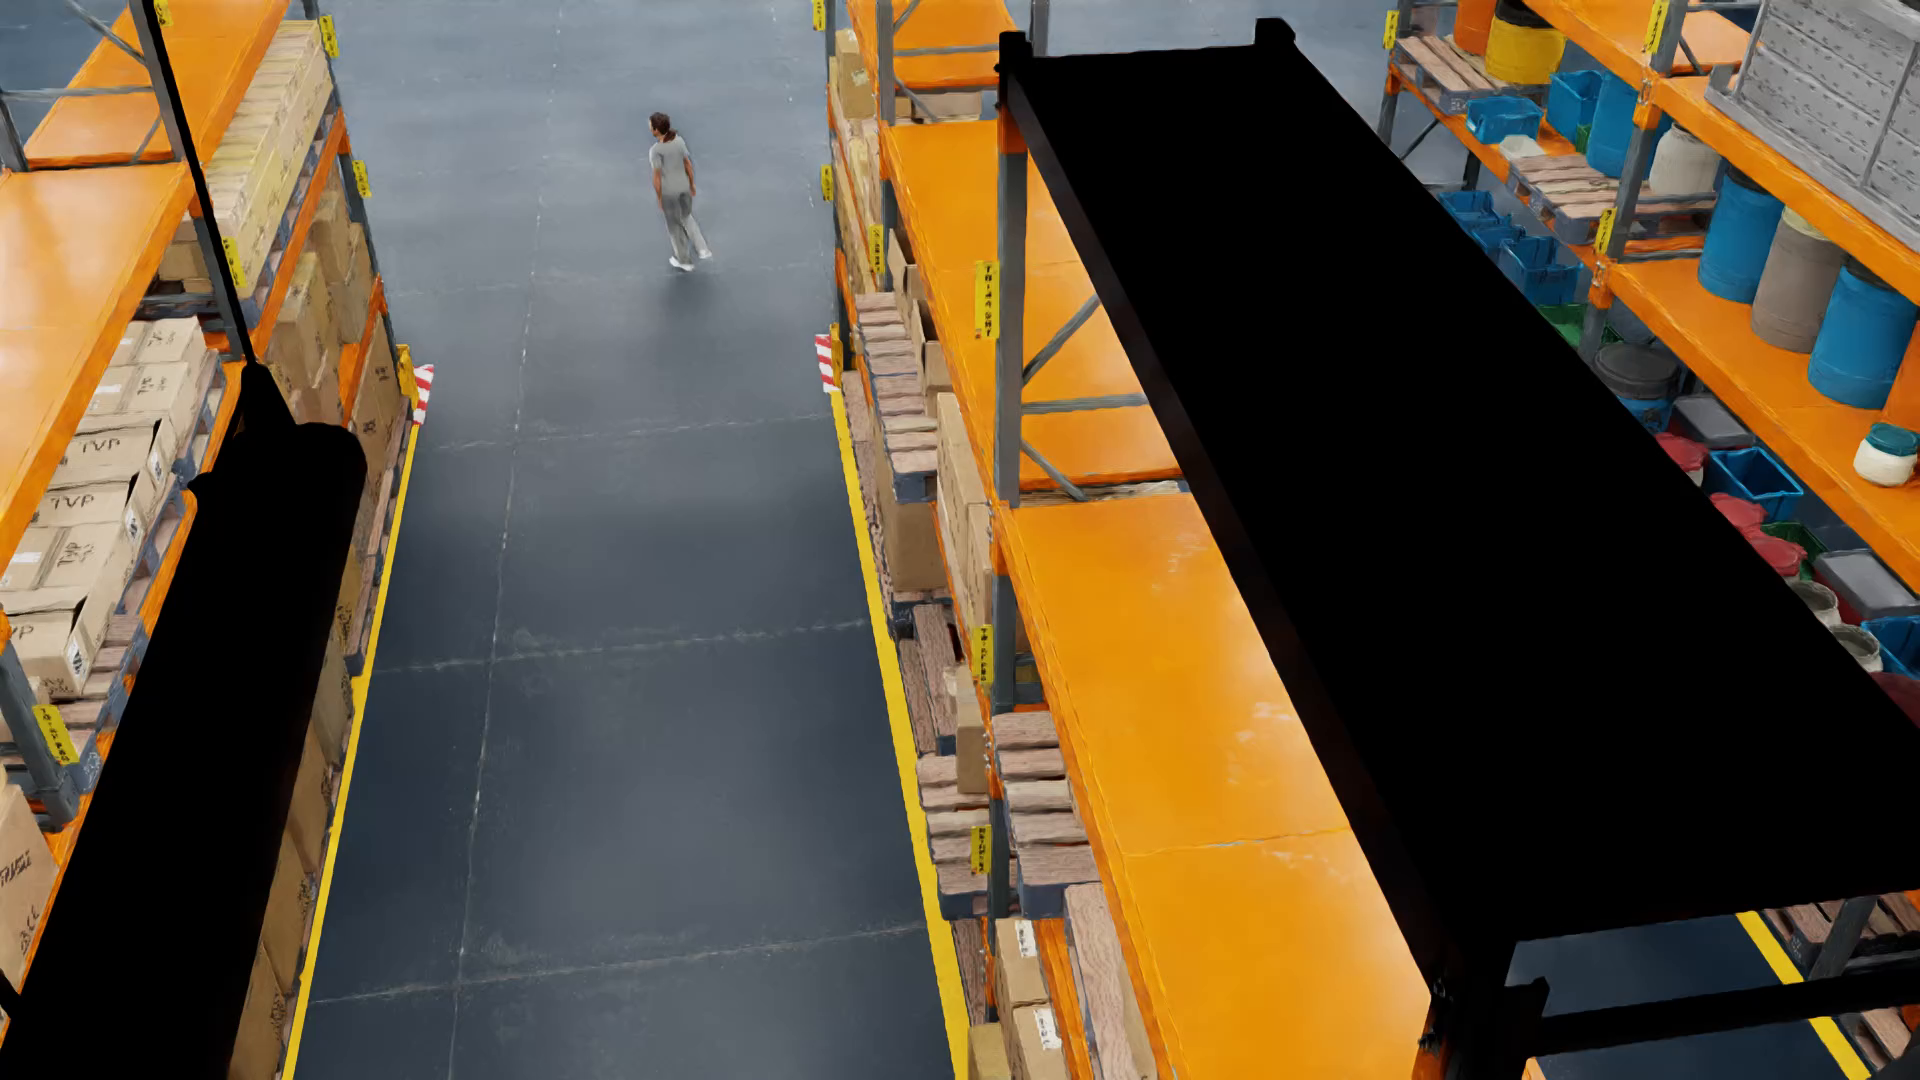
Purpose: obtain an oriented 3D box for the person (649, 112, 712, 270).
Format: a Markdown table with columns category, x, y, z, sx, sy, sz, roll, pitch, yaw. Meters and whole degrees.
| category | x | y | z | sx | sy | sz | roll | pitch | yaw |
| --- | --- | --- | --- | --- | --- | --- | --- | --- | --- |
| person | -2.840 | -3.507 | 16.833 | 0.517 | 1.664 | 0.509 | 30 | 46 | 34 |
